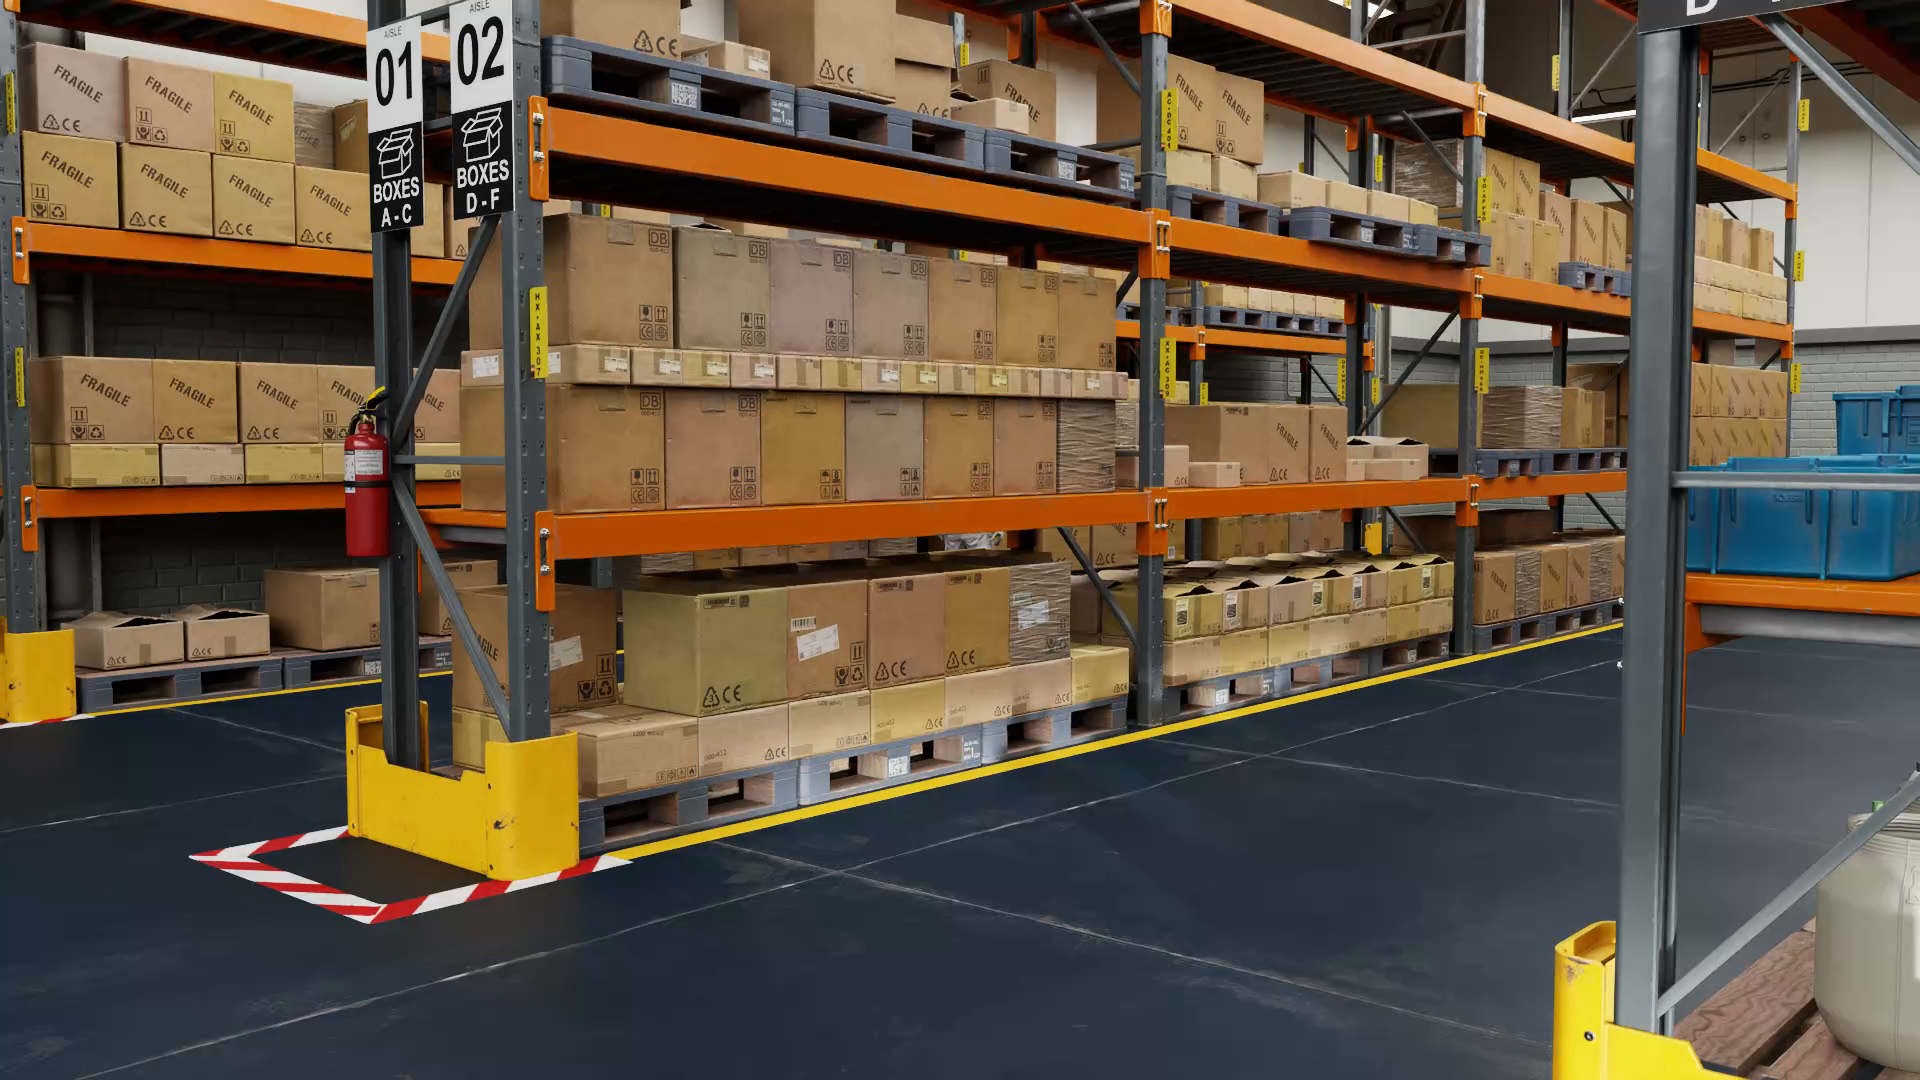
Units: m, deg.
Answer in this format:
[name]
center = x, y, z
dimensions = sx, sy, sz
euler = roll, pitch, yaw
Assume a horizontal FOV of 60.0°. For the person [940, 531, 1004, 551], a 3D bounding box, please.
[person]
center = 0.075, -0.111, 13.358
dimensions = 0.623, 1.780, 0.448
euler = 3, 4, 39
